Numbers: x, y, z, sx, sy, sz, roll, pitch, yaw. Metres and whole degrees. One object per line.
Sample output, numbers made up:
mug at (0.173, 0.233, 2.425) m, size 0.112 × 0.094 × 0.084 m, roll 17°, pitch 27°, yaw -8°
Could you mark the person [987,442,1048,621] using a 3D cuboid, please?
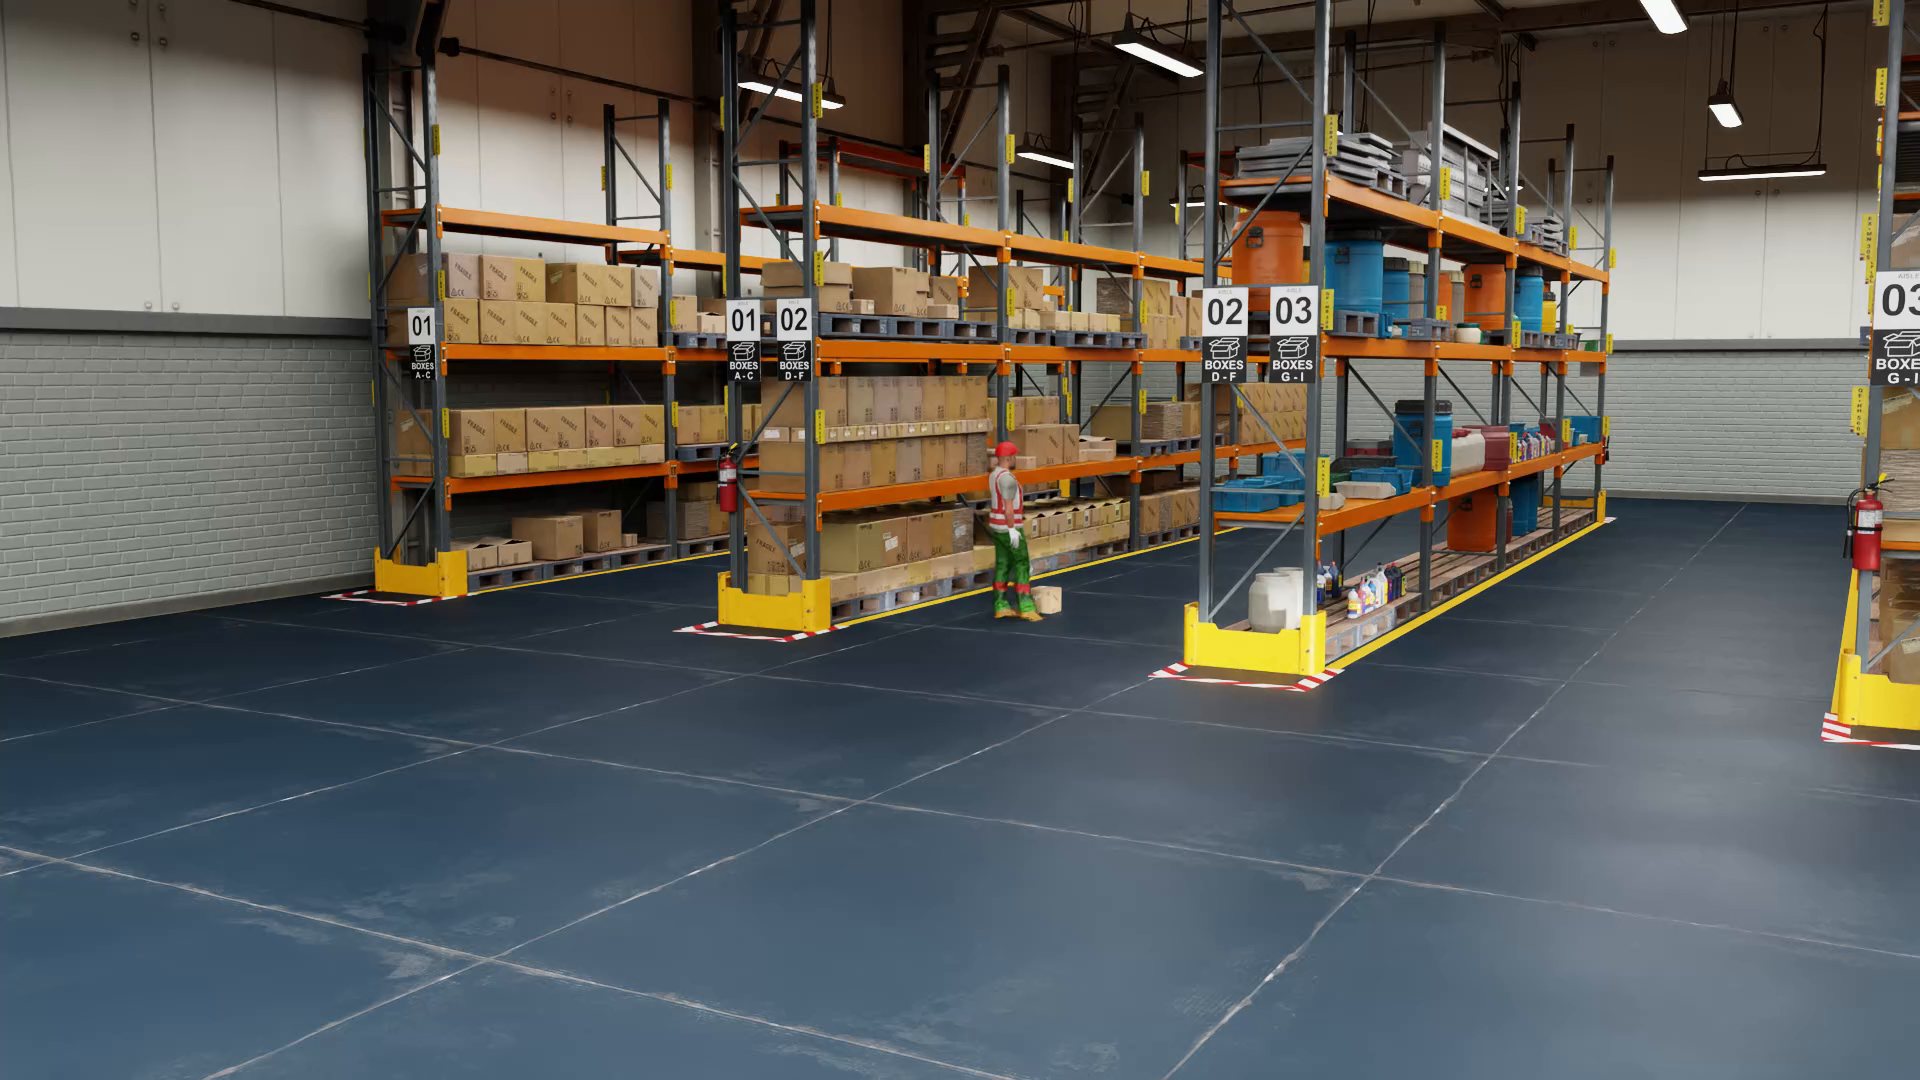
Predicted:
person at (0.569, -0.090, 16.884) m, size 0.522 × 1.815 × 0.558 m, roll -2°, pitch 6°, yaw -19°
